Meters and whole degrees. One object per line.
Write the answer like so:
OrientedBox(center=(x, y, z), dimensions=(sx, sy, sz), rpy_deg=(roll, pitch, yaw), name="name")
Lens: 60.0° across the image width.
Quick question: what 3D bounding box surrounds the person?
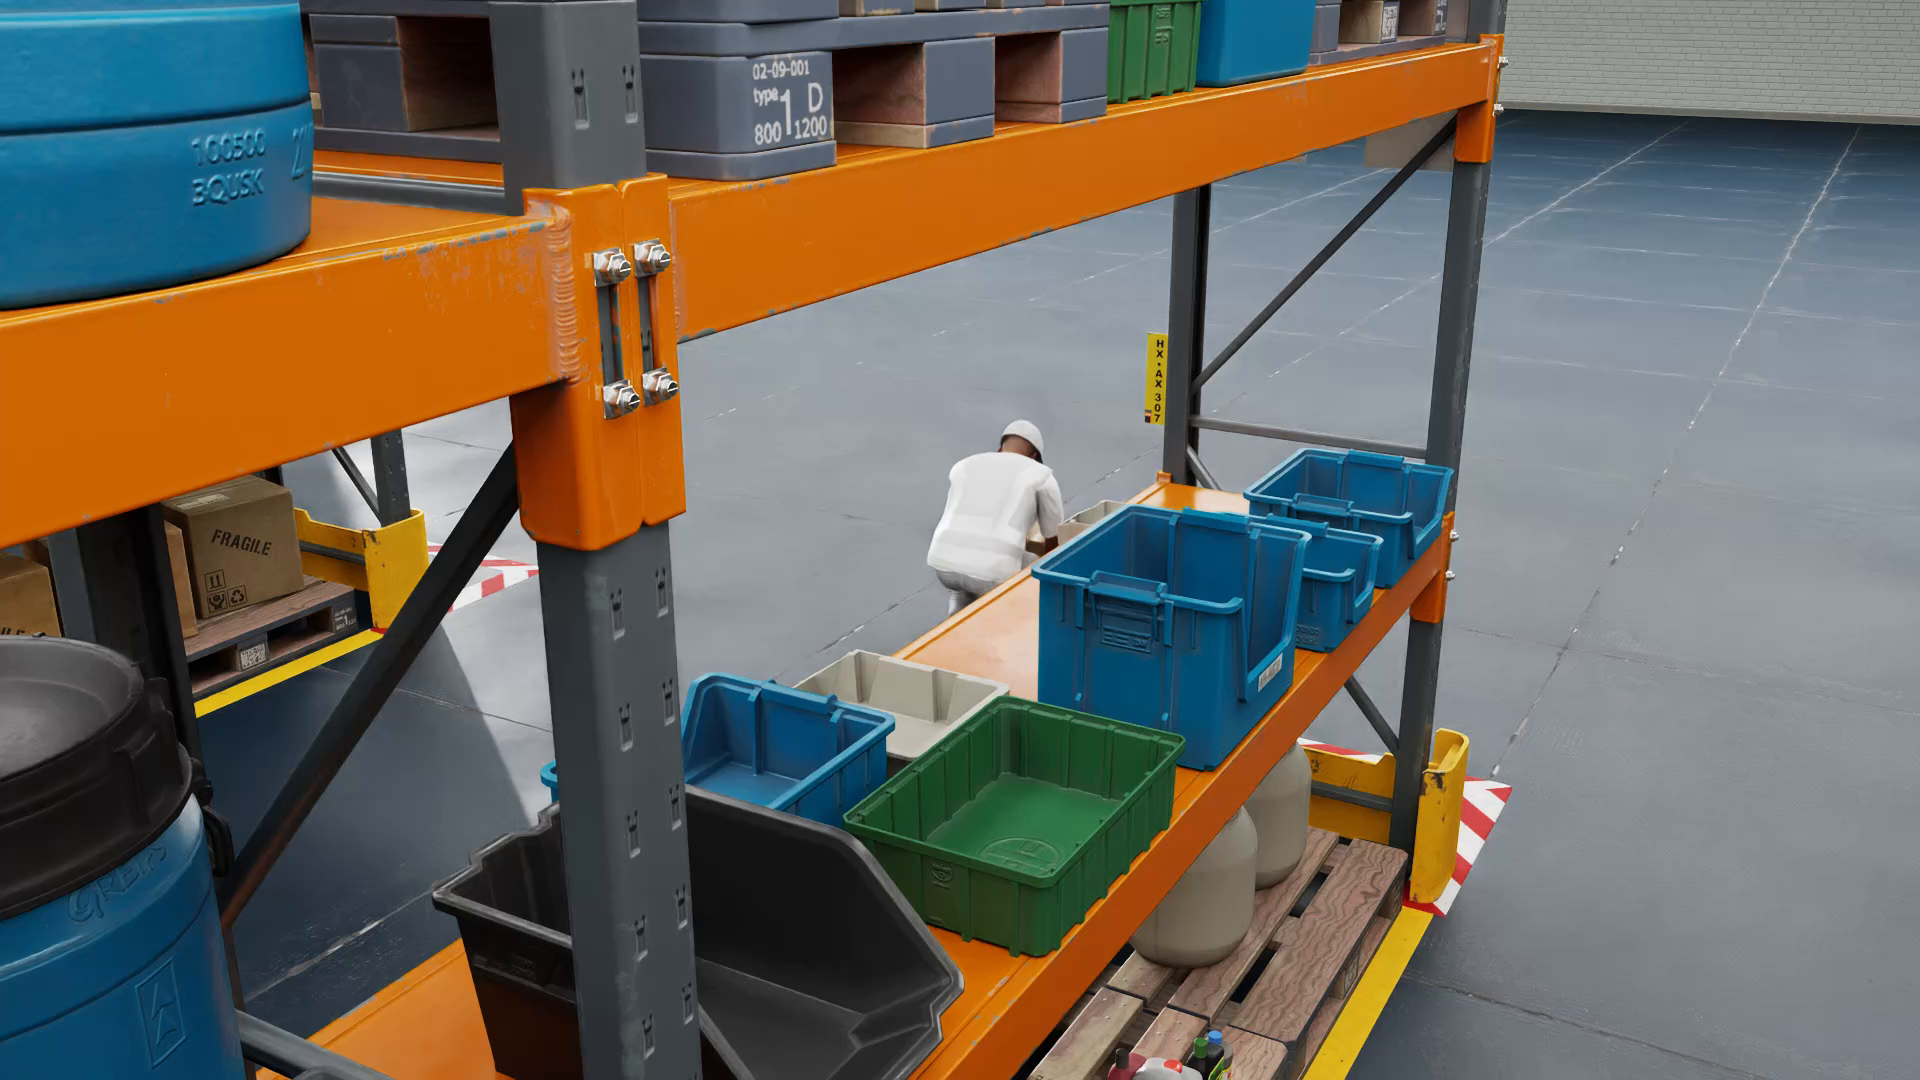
OrientedBox(center=(0.168, 0.010, 7.664), dimensions=(0.541, 1.008, 0.912), rpy_deg=(10, 22, 26), name="person")
